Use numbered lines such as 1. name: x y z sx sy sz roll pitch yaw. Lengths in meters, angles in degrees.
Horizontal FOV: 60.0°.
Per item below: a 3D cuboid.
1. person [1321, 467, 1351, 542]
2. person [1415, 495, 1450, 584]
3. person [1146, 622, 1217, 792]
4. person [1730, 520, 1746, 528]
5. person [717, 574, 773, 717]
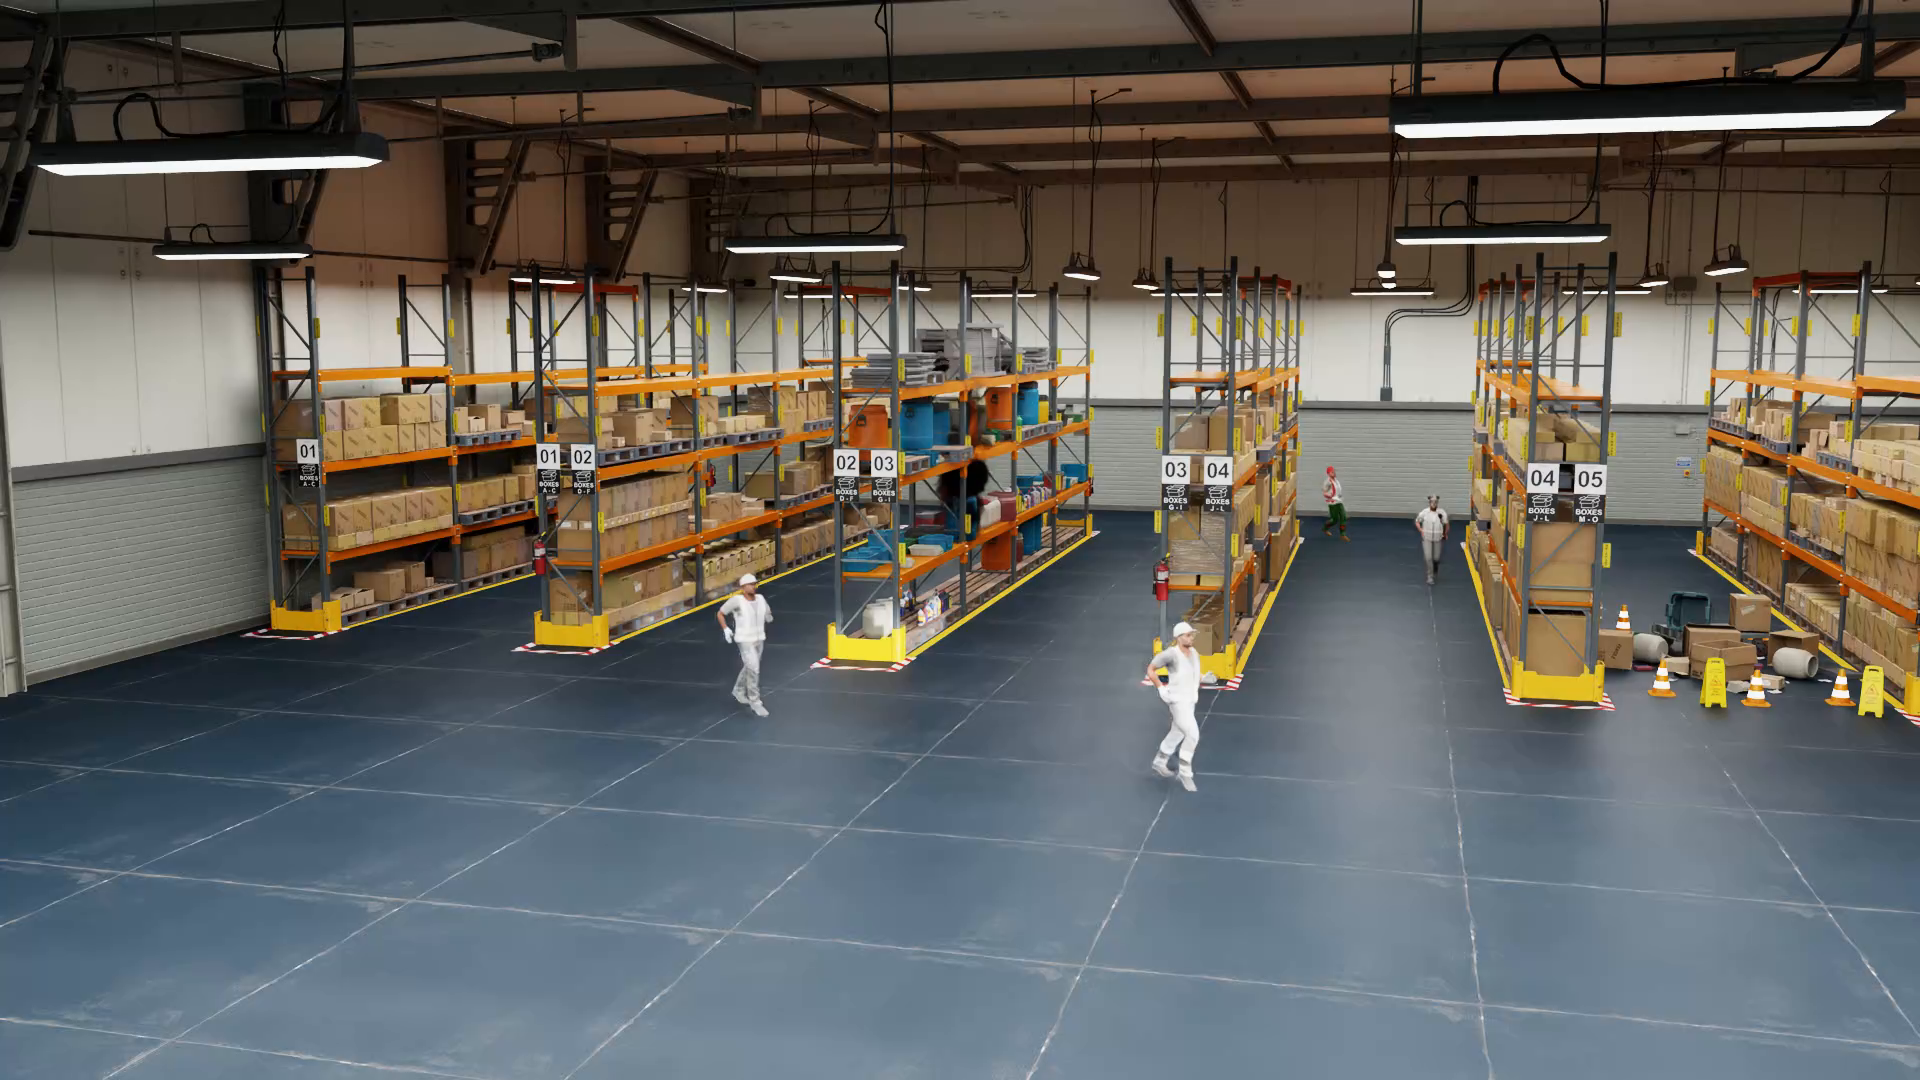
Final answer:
1. person: 8.859 -0.856 39.364 0.714 1.770 0.830 -6 10 -41
2. person: 9.379 -0.036 33.045 0.664 1.754 0.675 1 7 11
3. person: 2.432 1.815 18.257 0.784 1.846 0.631 6 10 41
4. person: 17.897 -0.610 37.949 0.947 1.600 0.643 7 10 42
5. person: -2.746 1.346 21.770 0.837 1.821 0.673 6 10 41
